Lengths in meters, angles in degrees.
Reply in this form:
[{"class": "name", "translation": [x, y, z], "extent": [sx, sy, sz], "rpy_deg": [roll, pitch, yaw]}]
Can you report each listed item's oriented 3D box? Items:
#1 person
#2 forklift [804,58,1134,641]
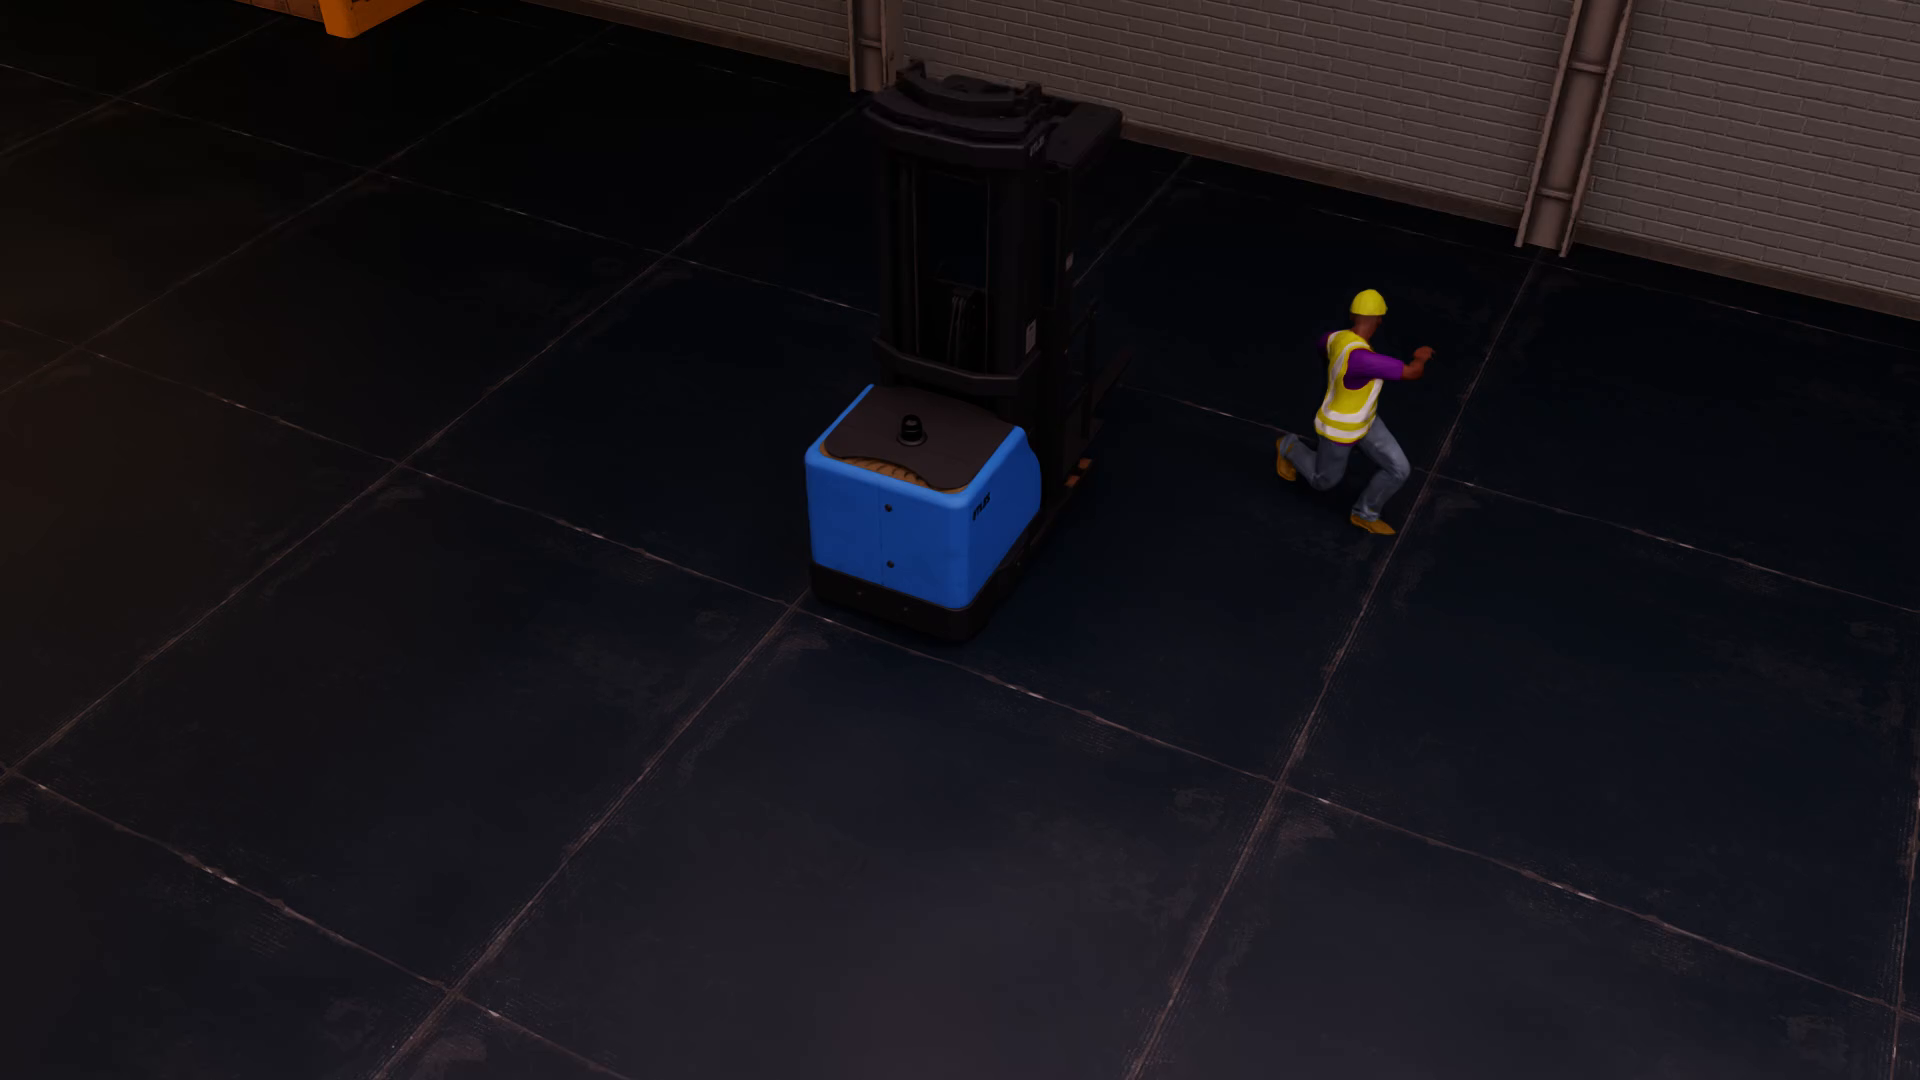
[{"class": "person", "translation": [2.425, -0.855, 10.158], "extent": [0.959, 1.527, 0.778], "rpy_deg": [27, 47, 28]}, {"class": "forklift", "translation": [0.227, -1.488, 9.753], "extent": [1.130, 2.935, 3.031], "rpy_deg": [18, 43, 20]}]
